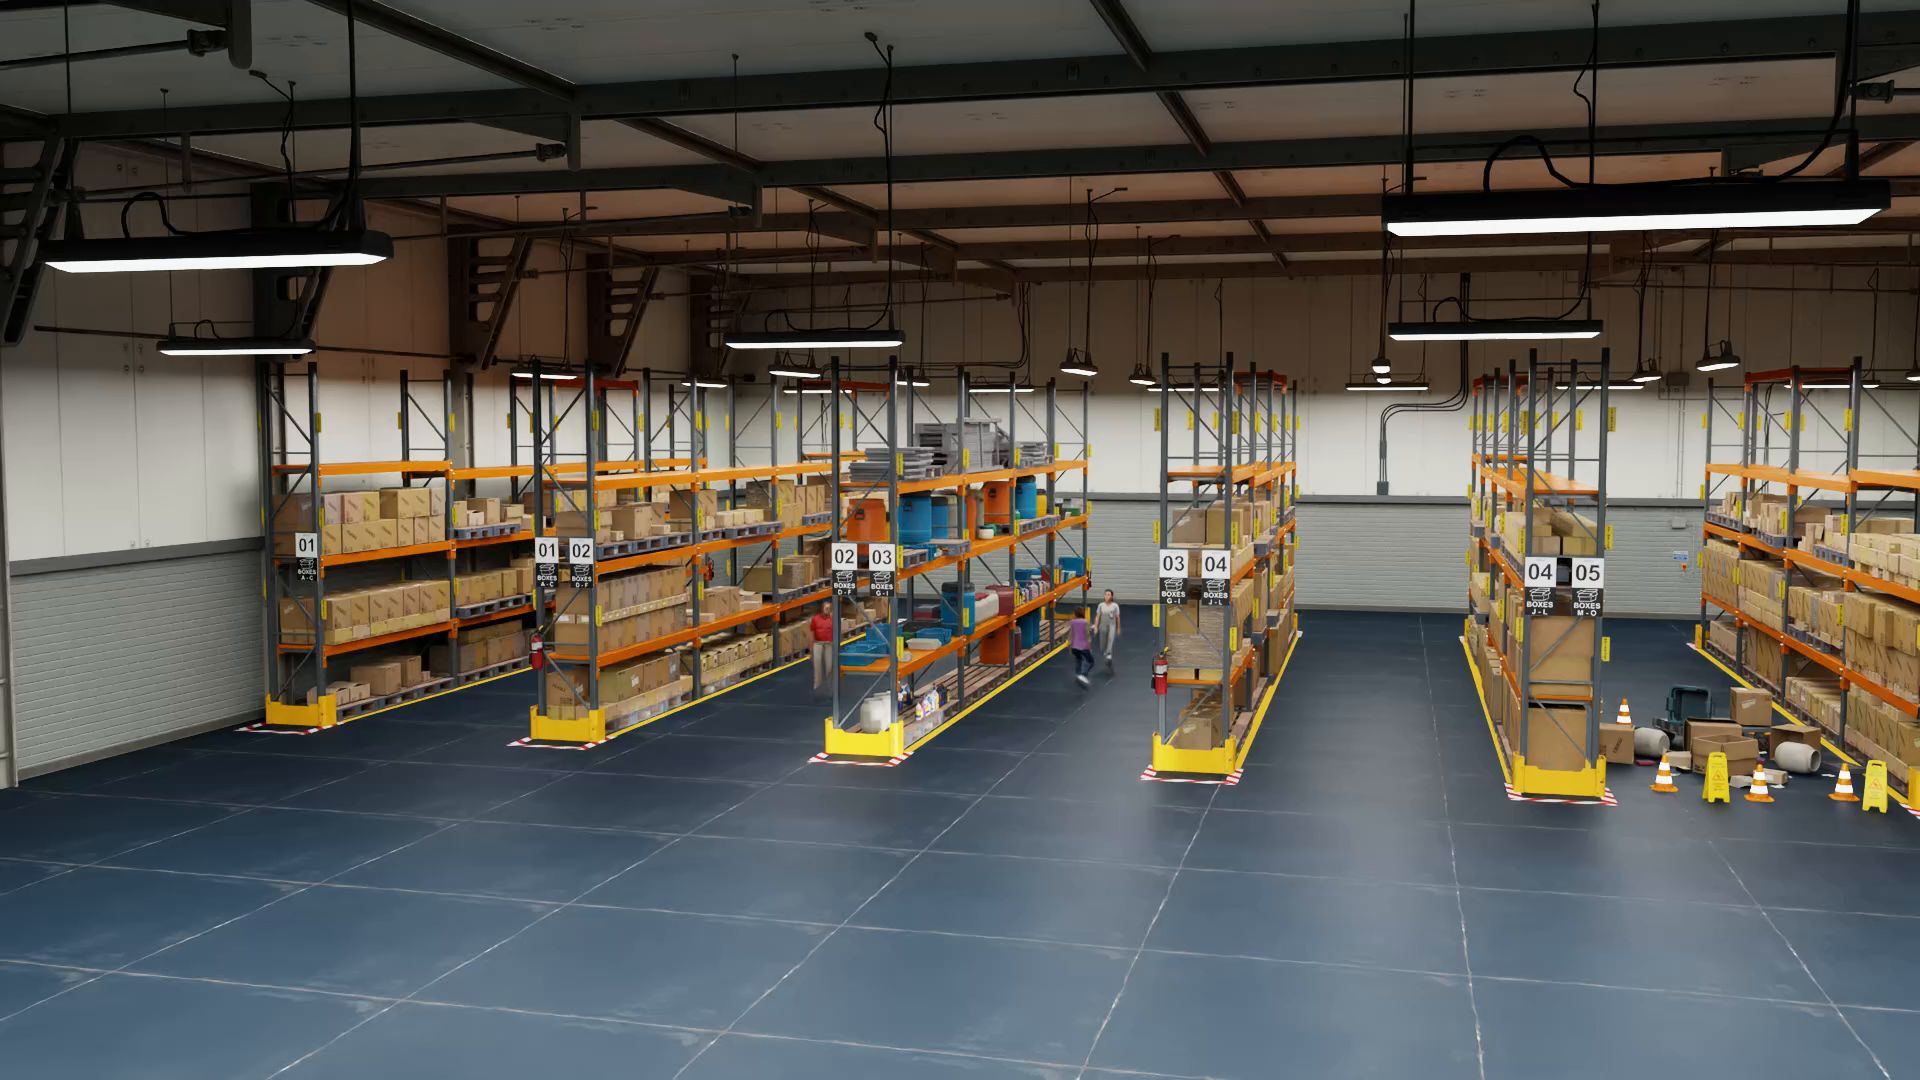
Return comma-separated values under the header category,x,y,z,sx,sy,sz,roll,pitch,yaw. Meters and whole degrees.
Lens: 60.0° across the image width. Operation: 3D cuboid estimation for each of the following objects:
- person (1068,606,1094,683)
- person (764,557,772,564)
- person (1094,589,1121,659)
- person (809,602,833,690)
category,x,y,z,sx,sy,sz,roll,pitch,yaw
person,2.231,1.916,30.662,0.463,1.403,0.611,1,4,19
person,-4.730,1.267,41.339,0.377,1.709,0.533,-2,5,-28
person,2.967,1.688,33.416,0.514,1.399,1.086,1,4,11
person,-2.433,1.899,30.023,0.558,1.538,0.683,0,4,-6
